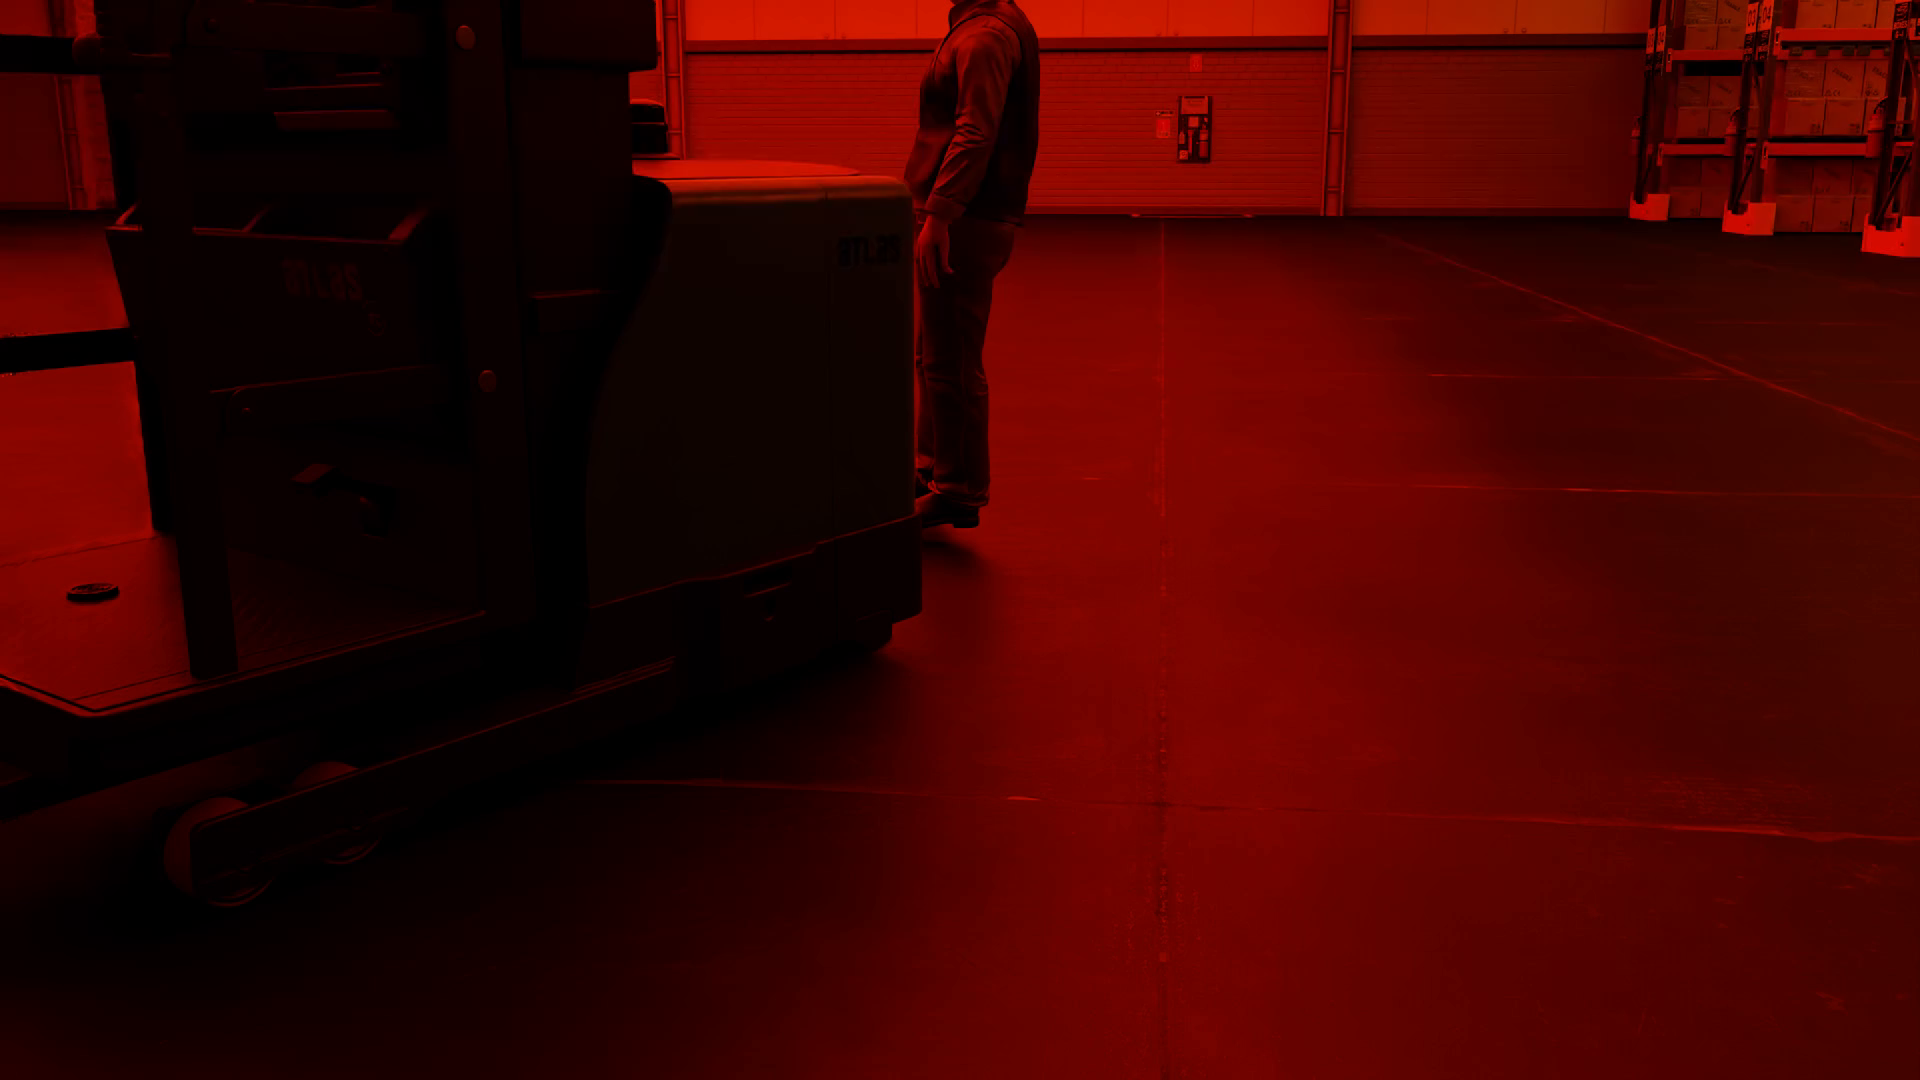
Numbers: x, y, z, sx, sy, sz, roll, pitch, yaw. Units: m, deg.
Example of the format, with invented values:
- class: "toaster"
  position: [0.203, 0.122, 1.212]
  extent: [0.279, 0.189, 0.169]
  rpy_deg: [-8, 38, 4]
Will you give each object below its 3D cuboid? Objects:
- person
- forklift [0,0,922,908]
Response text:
- class: "person"
  position: [-0.061, -0.888, 4.754]
  extent: [0.567, 1.721, 0.633]
  rpy_deg: [2, 13, 7]
- class: "forklift"
  position: [-1.364, -0.990, 2.743]
  extent: [1.130, 2.935, 3.031]
  rpy_deg: [9, 16, 35]
